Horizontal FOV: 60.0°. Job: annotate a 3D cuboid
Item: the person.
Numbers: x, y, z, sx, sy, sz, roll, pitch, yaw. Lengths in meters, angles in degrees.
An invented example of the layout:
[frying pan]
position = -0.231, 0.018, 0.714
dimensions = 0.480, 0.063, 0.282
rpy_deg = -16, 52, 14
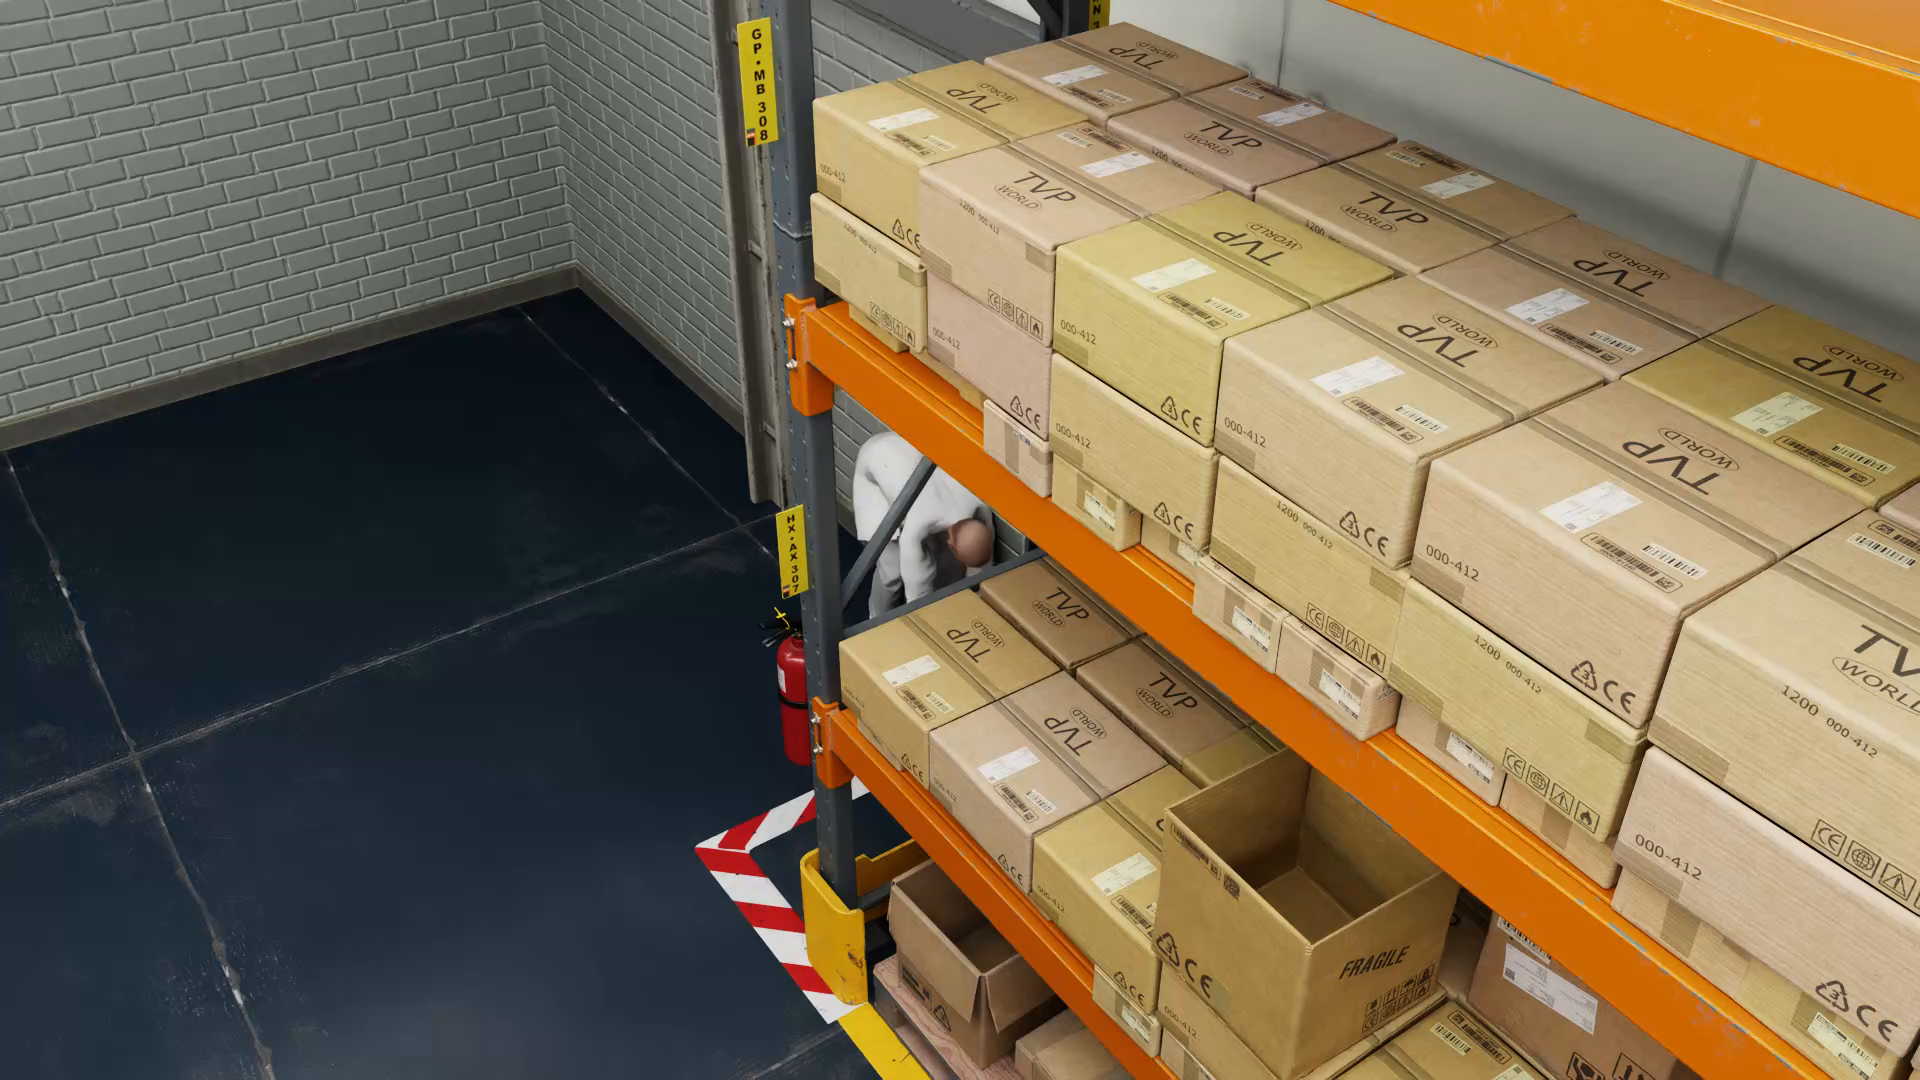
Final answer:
[person]
position = -0.116, 0.082, 7.490
dimensions = 0.578, 1.089, 0.949
rpy_deg = -19, 40, -25
